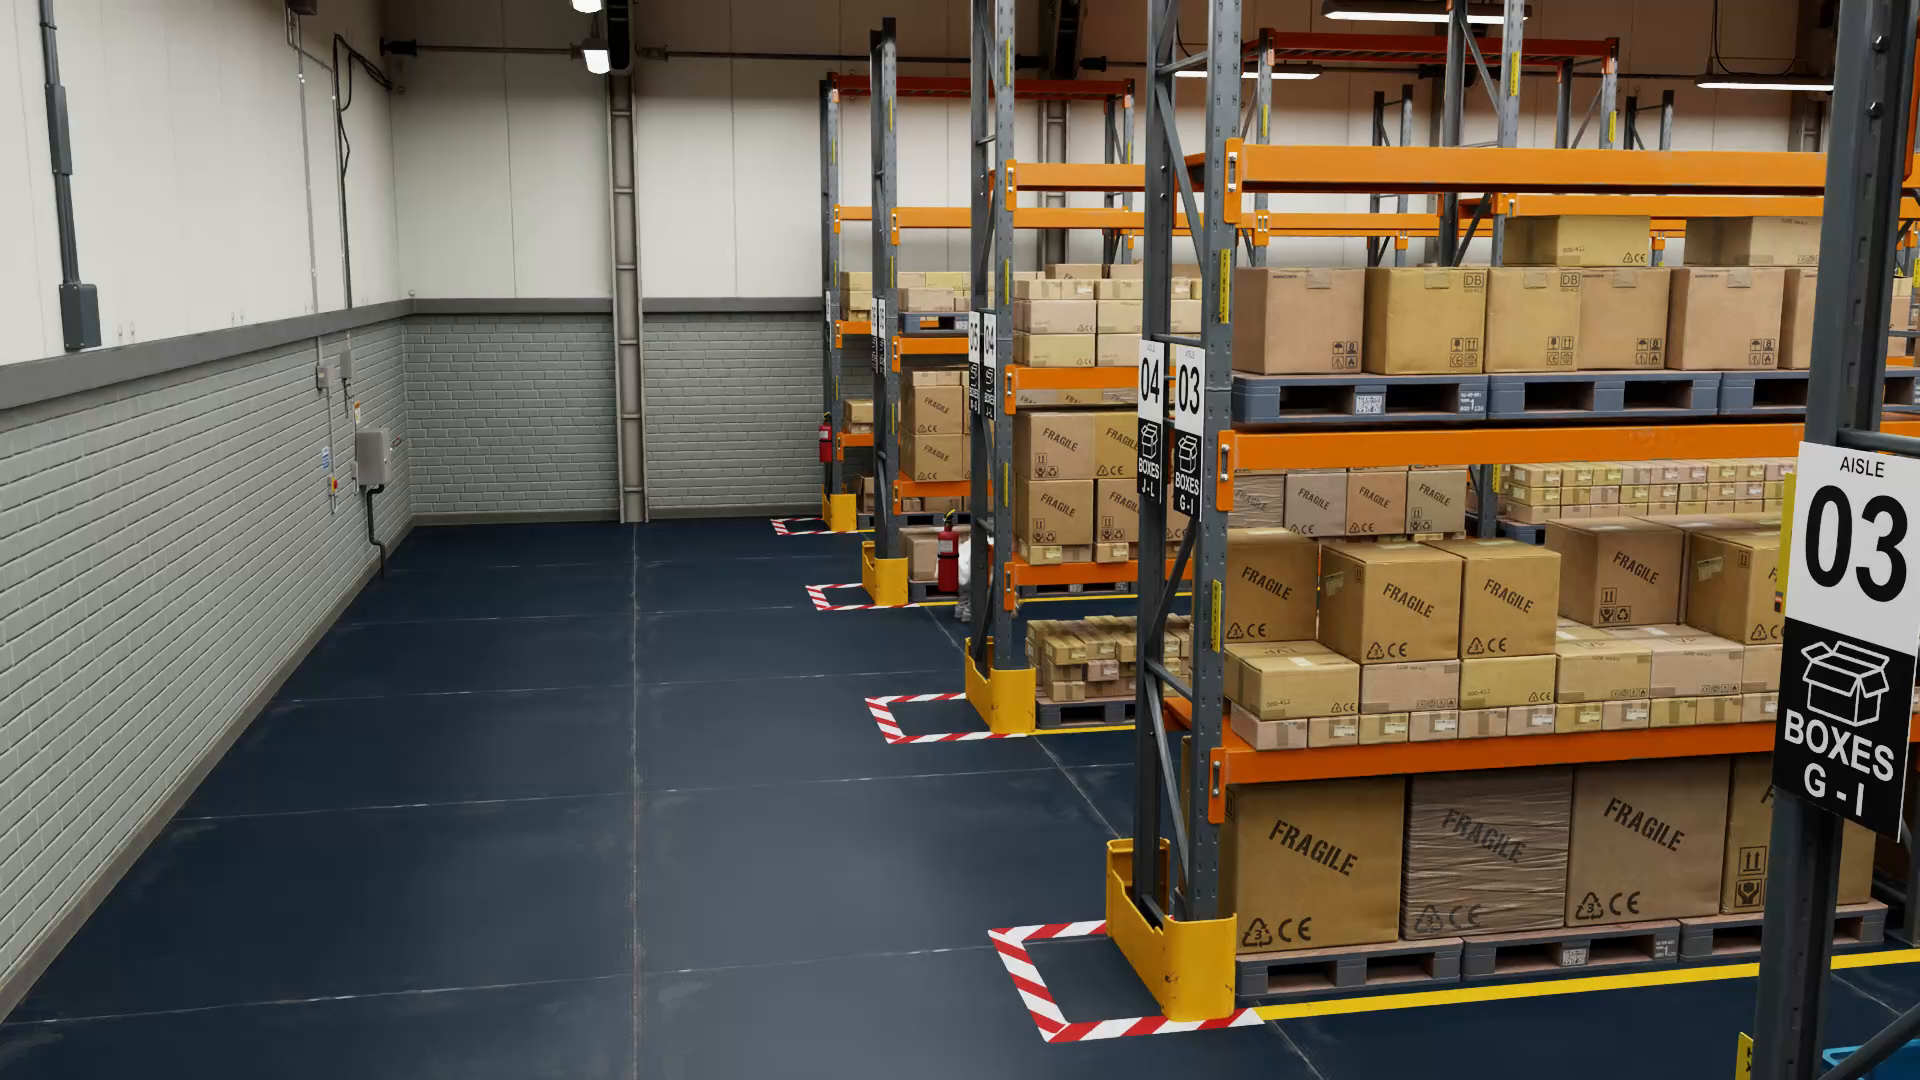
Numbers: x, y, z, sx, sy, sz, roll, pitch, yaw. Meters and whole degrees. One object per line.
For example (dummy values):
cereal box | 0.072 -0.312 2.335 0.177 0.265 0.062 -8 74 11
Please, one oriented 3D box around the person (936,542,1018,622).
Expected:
person | 0.218 0.444 16.933 0.932 0.902 0.569 -3 10 -19
